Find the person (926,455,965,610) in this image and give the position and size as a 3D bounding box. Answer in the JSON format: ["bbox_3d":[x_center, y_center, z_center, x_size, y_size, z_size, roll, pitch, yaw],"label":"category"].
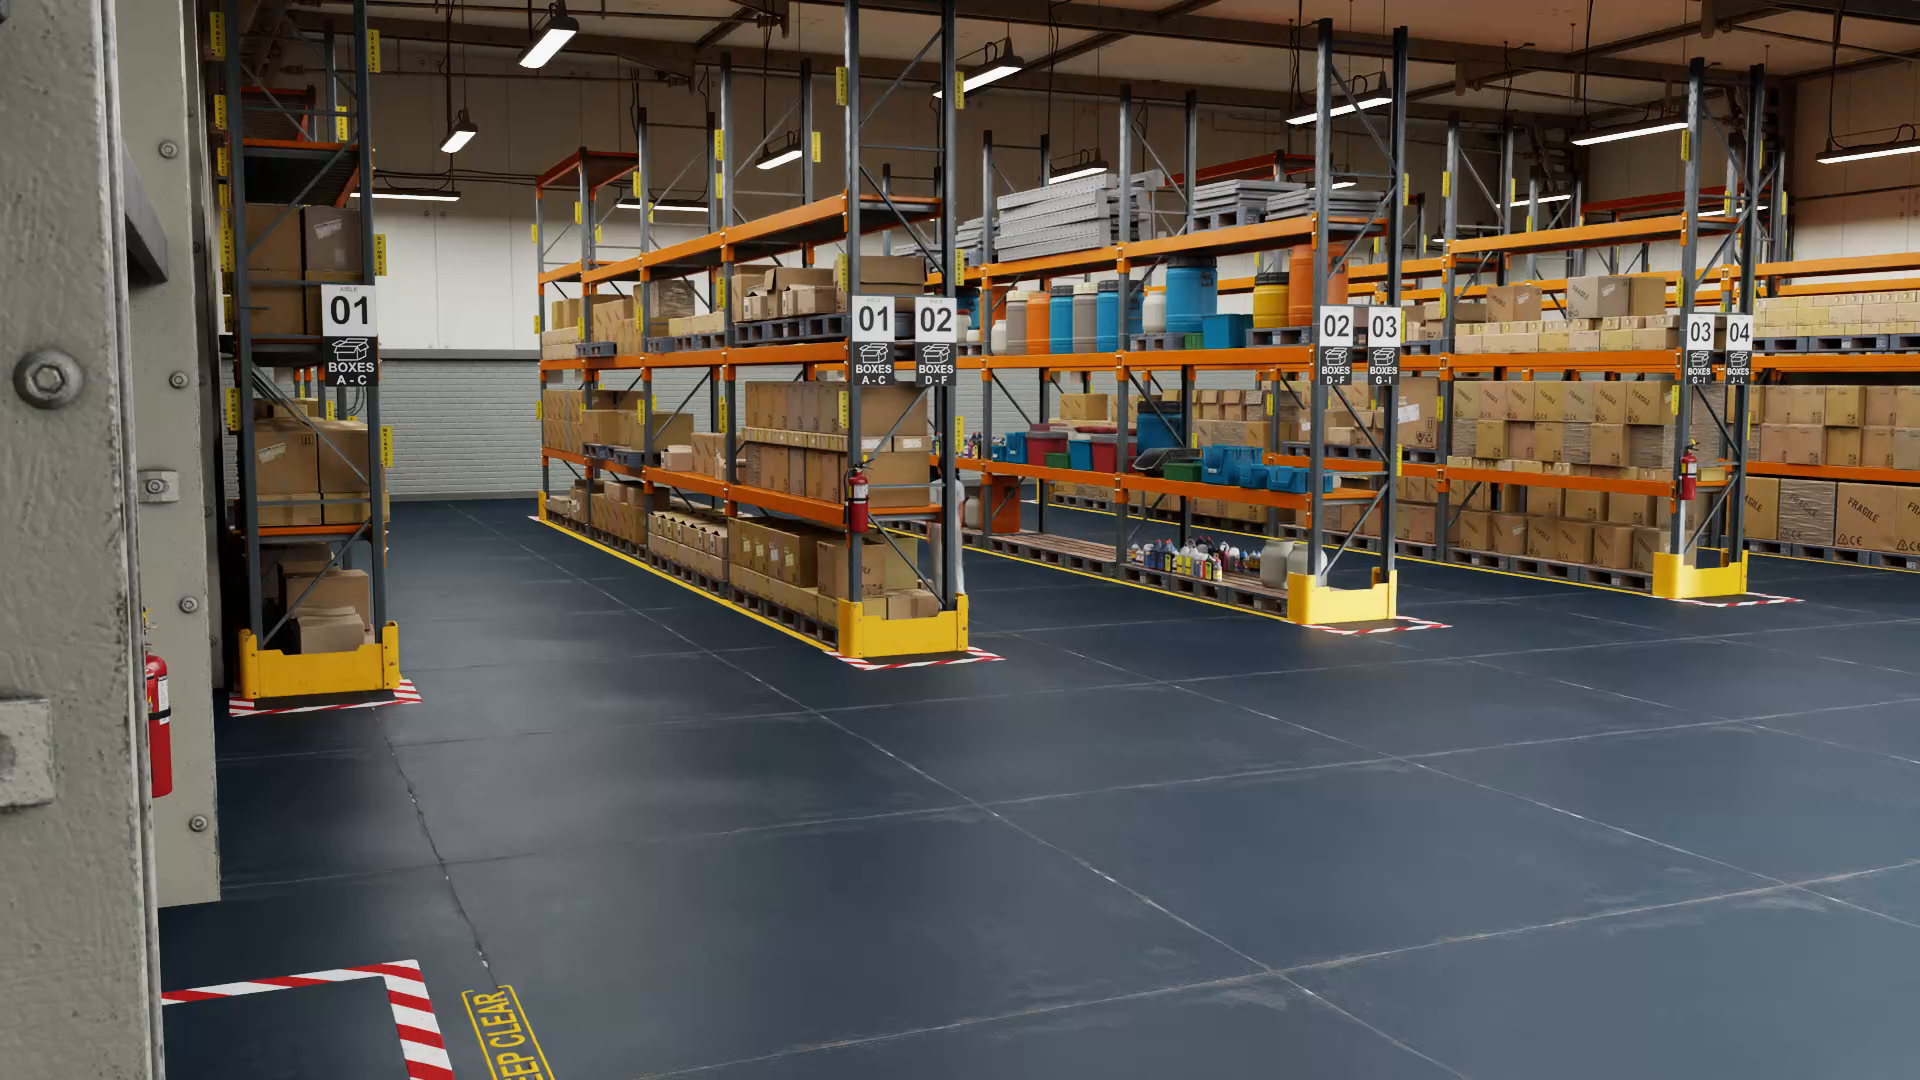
[{"bbox_3d":[-0.163,-0.085,17.906,0.438,1.675,0.359,-2,6,-24],"label":"person"}]
